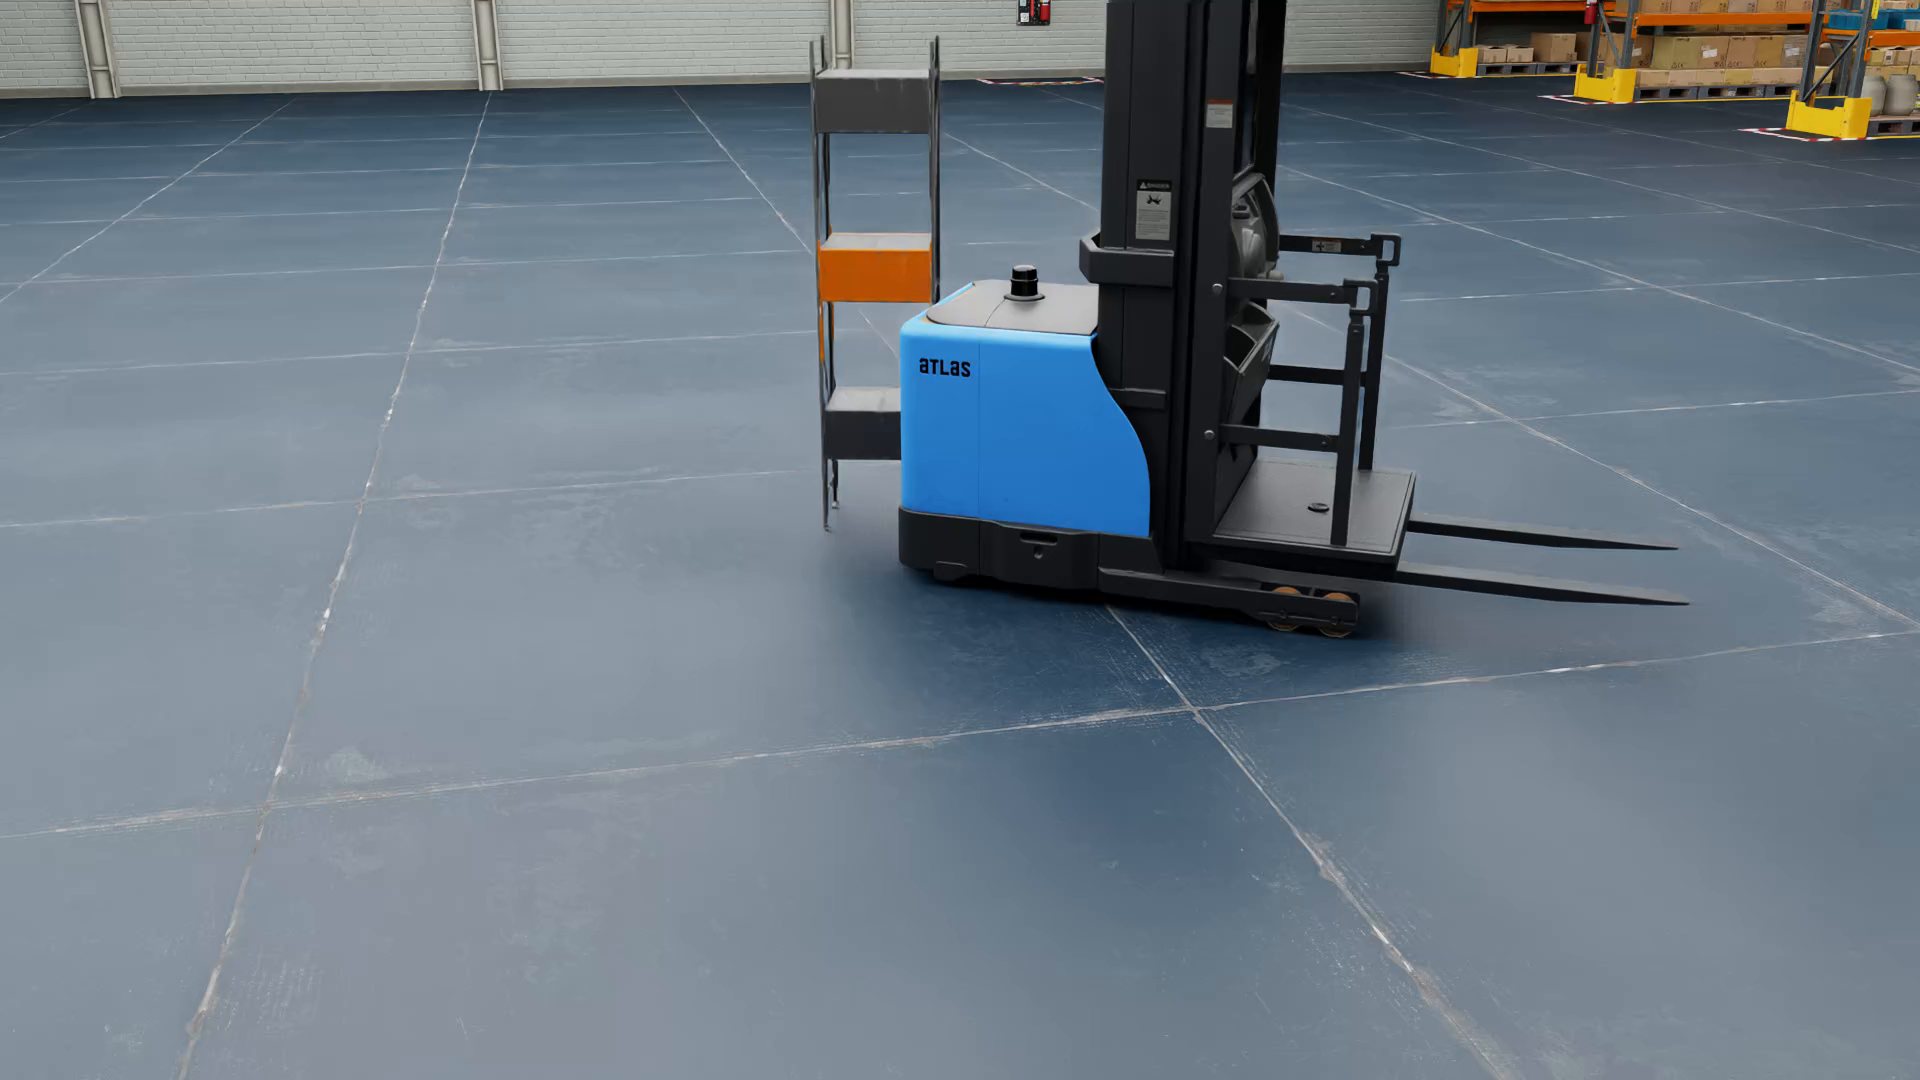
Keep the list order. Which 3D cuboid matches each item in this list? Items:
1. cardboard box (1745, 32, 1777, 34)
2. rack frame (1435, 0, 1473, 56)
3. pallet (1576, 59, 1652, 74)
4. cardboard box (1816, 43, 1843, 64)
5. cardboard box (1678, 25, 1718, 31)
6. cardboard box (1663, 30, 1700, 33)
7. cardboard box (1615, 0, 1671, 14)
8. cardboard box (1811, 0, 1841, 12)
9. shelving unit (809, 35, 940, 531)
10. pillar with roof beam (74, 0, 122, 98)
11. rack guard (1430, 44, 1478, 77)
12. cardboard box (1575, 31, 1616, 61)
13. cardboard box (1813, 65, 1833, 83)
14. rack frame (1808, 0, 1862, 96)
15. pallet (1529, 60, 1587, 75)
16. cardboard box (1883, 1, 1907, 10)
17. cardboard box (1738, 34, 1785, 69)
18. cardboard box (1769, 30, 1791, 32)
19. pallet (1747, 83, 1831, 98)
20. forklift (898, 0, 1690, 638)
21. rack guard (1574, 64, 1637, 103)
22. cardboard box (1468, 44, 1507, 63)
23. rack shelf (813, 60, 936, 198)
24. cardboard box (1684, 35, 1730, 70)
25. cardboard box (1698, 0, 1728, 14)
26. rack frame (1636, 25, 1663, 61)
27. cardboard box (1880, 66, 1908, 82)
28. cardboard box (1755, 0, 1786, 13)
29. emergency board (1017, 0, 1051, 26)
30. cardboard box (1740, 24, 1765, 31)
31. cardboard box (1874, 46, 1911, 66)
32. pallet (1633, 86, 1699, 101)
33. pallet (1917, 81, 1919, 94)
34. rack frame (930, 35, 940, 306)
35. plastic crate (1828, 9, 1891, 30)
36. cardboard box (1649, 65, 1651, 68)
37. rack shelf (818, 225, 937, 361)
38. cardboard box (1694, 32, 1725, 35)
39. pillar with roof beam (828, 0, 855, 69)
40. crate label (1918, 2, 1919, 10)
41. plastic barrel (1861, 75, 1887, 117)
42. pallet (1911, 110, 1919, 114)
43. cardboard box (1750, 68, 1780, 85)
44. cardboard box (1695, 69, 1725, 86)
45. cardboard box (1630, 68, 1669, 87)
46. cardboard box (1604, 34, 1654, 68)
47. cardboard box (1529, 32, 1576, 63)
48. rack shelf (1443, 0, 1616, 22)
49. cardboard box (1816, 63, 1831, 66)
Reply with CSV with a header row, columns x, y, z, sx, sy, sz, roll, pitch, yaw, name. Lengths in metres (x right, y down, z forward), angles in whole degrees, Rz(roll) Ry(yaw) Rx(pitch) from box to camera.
x,y,z,sx,sy,sz,roll,pitch,yaw,name
13.151,-8.042,27.203,0.500,0.500,0.500,-5,21,-12,cardboard box
9.123,-10.099,30.523,0.127,3.000,1.000,-5,21,-12,rack frame
12.370,-9.041,31.689,1.213,0.211,1.003,-5,21,-12,pallet
14.487,-8.055,27.515,0.500,0.311,0.500,-5,21,-12,cardboard box
14.155,-9.900,31.885,0.500,0.250,0.500,-5,21,-14,cardboard box
13.728,-9.512,31.915,0.500,0.500,0.700,-4,20,-11,cardboard box
10.723,-8.521,26.069,0.500,0.500,0.700,-5,21,-12,cardboard box
13.728,-8.767,26.742,0.500,0.500,0.700,-5,21,-14,cardboard box
-0.348,-1.091,7.240,0.503,2.100,0.431,1,20,3,shelving unit
-12.761,-9.920,21.313,0.400,9.000,9.100,-5,21,-12,pillar with roof beam
9.196,-8.931,30.969,0.348,0.500,1.175,-5,21,-12,rack guard
12.014,-9.353,31.480,0.500,0.500,0.500,-6,21,-17,cardboard box
13.758,-7.554,26.962,0.500,0.250,0.500,-5,21,-12,cardboard box
14.159,-8.758,26.861,0.127,3.000,1.000,-5,21,-12,rack frame
11.180,-8.943,31.422,1.213,0.211,1.003,-5,21,-12,pallet
15.068,-8.641,26.909,0.250,0.149,0.380,-5,21,-12,cardboard box
12.783,-7.829,26.624,0.500,0.500,0.500,-5,21,-12,cardboard box
15.691,-9.689,32.397,0.500,0.500,0.700,-5,21,-13,cardboard box
13.375,-7.399,27.207,1.213,0.211,1.003,-5,21,-12,pallet
1.322,-1.211,6.361,3.031,2.935,1.130,7,21,17,forklift
10.243,-7.265,26.422,0.348,0.500,1.175,-5,21,-12,rack guard
9.817,-9.068,30.977,0.500,0.311,0.500,-7,21,-19,cardboard box
-0.348,-1.735,7.003,0.480,0.518,0.431,1,20,3,rack shelf
11.809,-7.751,26.411,0.500,0.500,0.500,-5,21,-12,cardboard box
11.718,-8.601,26.289,0.500,0.500,0.700,-5,21,-12,cardboard box
13.015,-10.415,31.387,0.127,3.000,1.000,-5,21,-12,rack frame
15.106,-7.653,27.232,0.500,0.250,0.500,-4,21,-11,cardboard box
12.727,-8.685,26.518,0.500,0.500,0.700,-4,21,-12,cardboard box
1.352,-9.786,29.669,0.643,1.169,0.194,-5,21,-12,emergency board
15.151,-9.976,32.092,0.500,0.250,0.500,-5,21,-13,cardboard box
15.107,-7.914,27.130,0.500,0.311,0.500,-5,21,-13,cardboard box
11.001,-7.206,26.680,1.213,0.211,1.003,-5,21,-12,pallet
16.056,-7.617,27.802,1.213,0.211,1.003,-5,21,-12,pallet
-0.104,-1.087,7.229,0.015,2.100,0.400,1,20,3,rack frame
11.820,-6.853,21.877,0.616,0.251,0.499,-5,21,-12,plastic crate
11.204,-7.532,26.902,0.500,0.250,0.500,-5,21,-12,cardboard box
-0.348,-1.078,7.244,0.480,0.518,0.431,1,20,3,rack shelf
12.176,-7.964,26.993,0.500,0.500,0.500,-5,21,-12,cardboard box
-1.083,-10.870,23.906,0.400,9.000,9.100,-5,21,-12,pillar with roof beam
13.131,-7.035,22.108,0.616,0.435,0.502,-5,21,-12,crate label
12.025,-5.889,22.037,0.421,0.512,0.421,0,20,0,plastic barrel
13.442,-5.653,22.440,1.213,0.211,1.003,-5,21,-12,pallet
12.786,-7.473,26.741,0.500,0.250,0.500,-5,21,-12,cardboard box
11.812,-7.395,26.529,0.500,0.250,0.500,-5,21,-12,cardboard box
10.839,-7.315,26.310,0.500,0.250,0.500,-5,21,-12,cardboard box
10.719,-7.841,26.656,0.500,0.500,0.500,-5,21,-12,cardboard box
11.097,-9.243,31.180,0.500,0.500,0.700,-6,21,-16,cardboard box
11.069,-9.919,31.078,4.000,0.370,1.077,-5,21,-12,rack shelf
14.496,-7.794,27.616,0.500,0.250,0.500,-5,21,-13,cardboard box
